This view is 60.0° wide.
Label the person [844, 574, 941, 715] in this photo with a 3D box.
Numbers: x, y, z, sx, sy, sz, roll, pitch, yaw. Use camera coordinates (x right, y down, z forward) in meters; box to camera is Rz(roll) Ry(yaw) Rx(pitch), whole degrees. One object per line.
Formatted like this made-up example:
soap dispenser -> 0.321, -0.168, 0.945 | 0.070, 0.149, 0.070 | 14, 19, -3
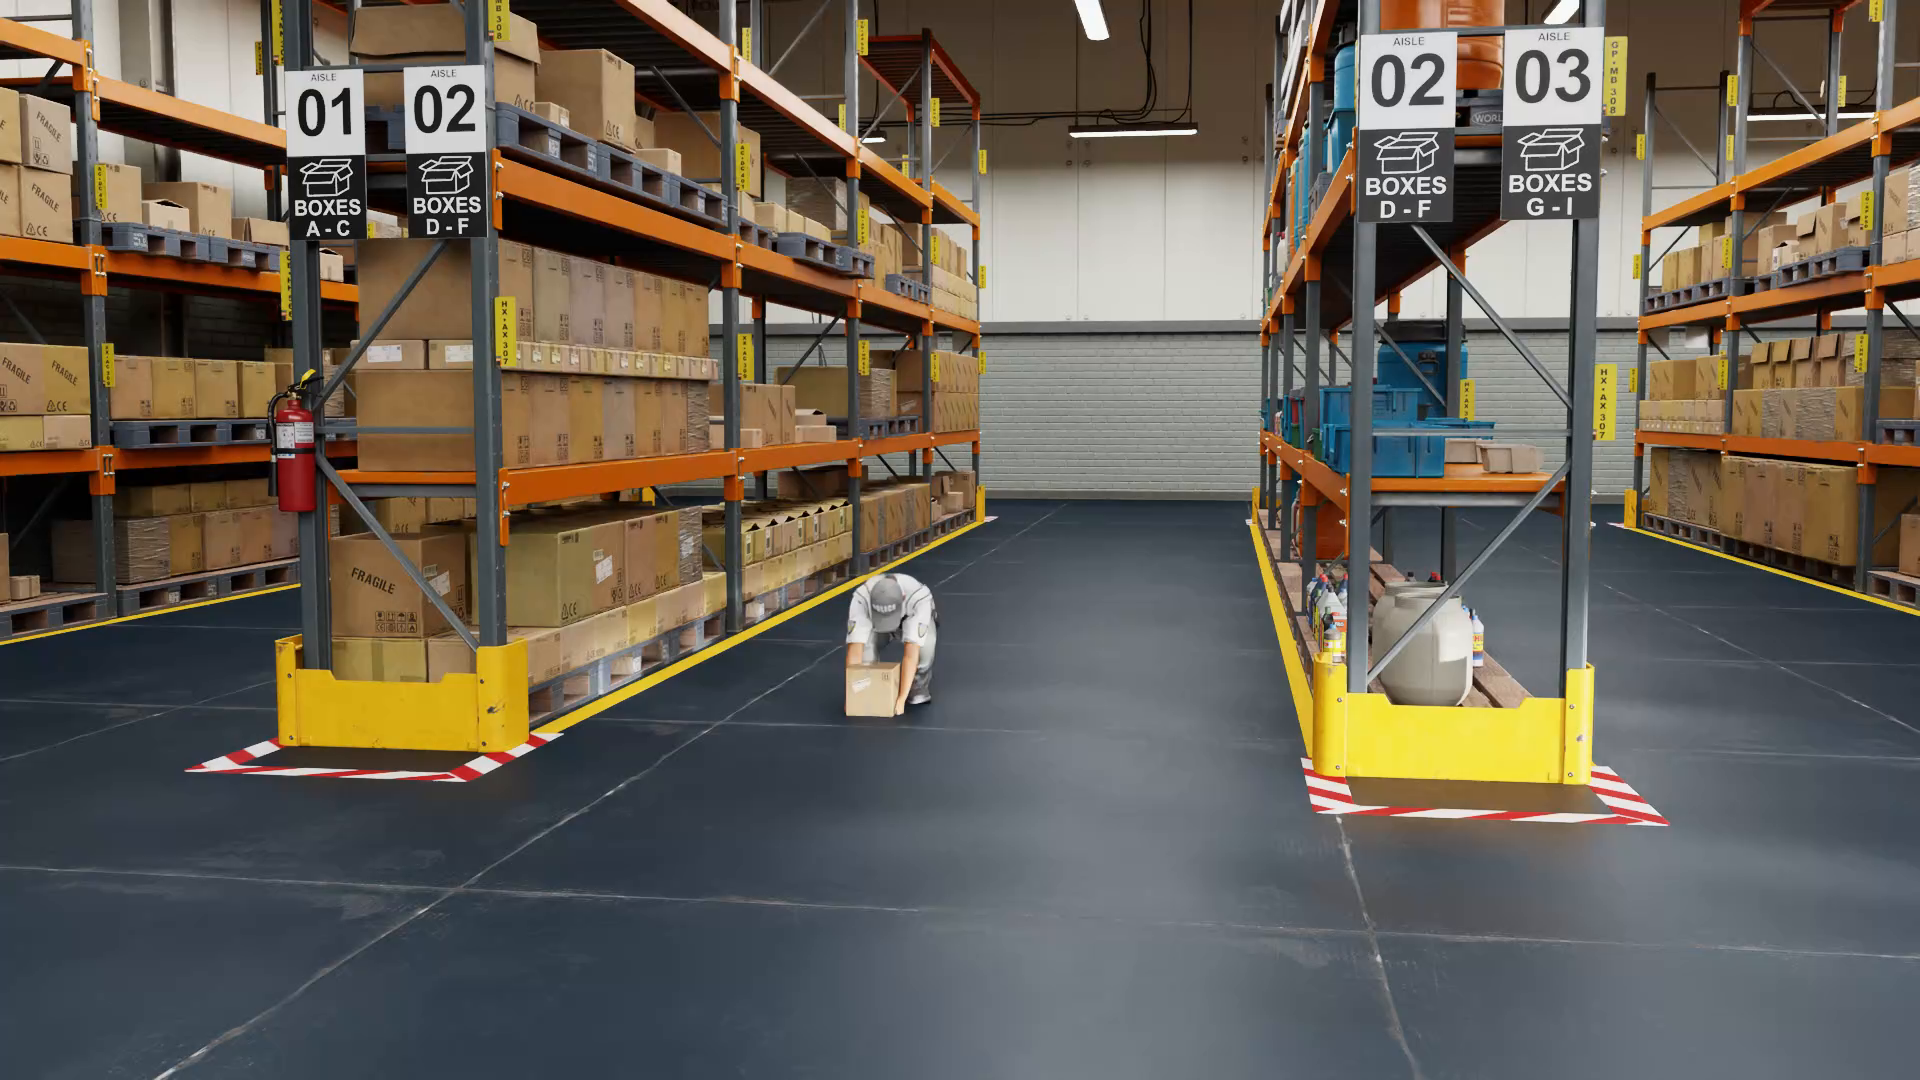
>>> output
person -> -0.363, 0.548, 9.112 | 0.494, 0.775, 0.917 | 1, 5, 7
